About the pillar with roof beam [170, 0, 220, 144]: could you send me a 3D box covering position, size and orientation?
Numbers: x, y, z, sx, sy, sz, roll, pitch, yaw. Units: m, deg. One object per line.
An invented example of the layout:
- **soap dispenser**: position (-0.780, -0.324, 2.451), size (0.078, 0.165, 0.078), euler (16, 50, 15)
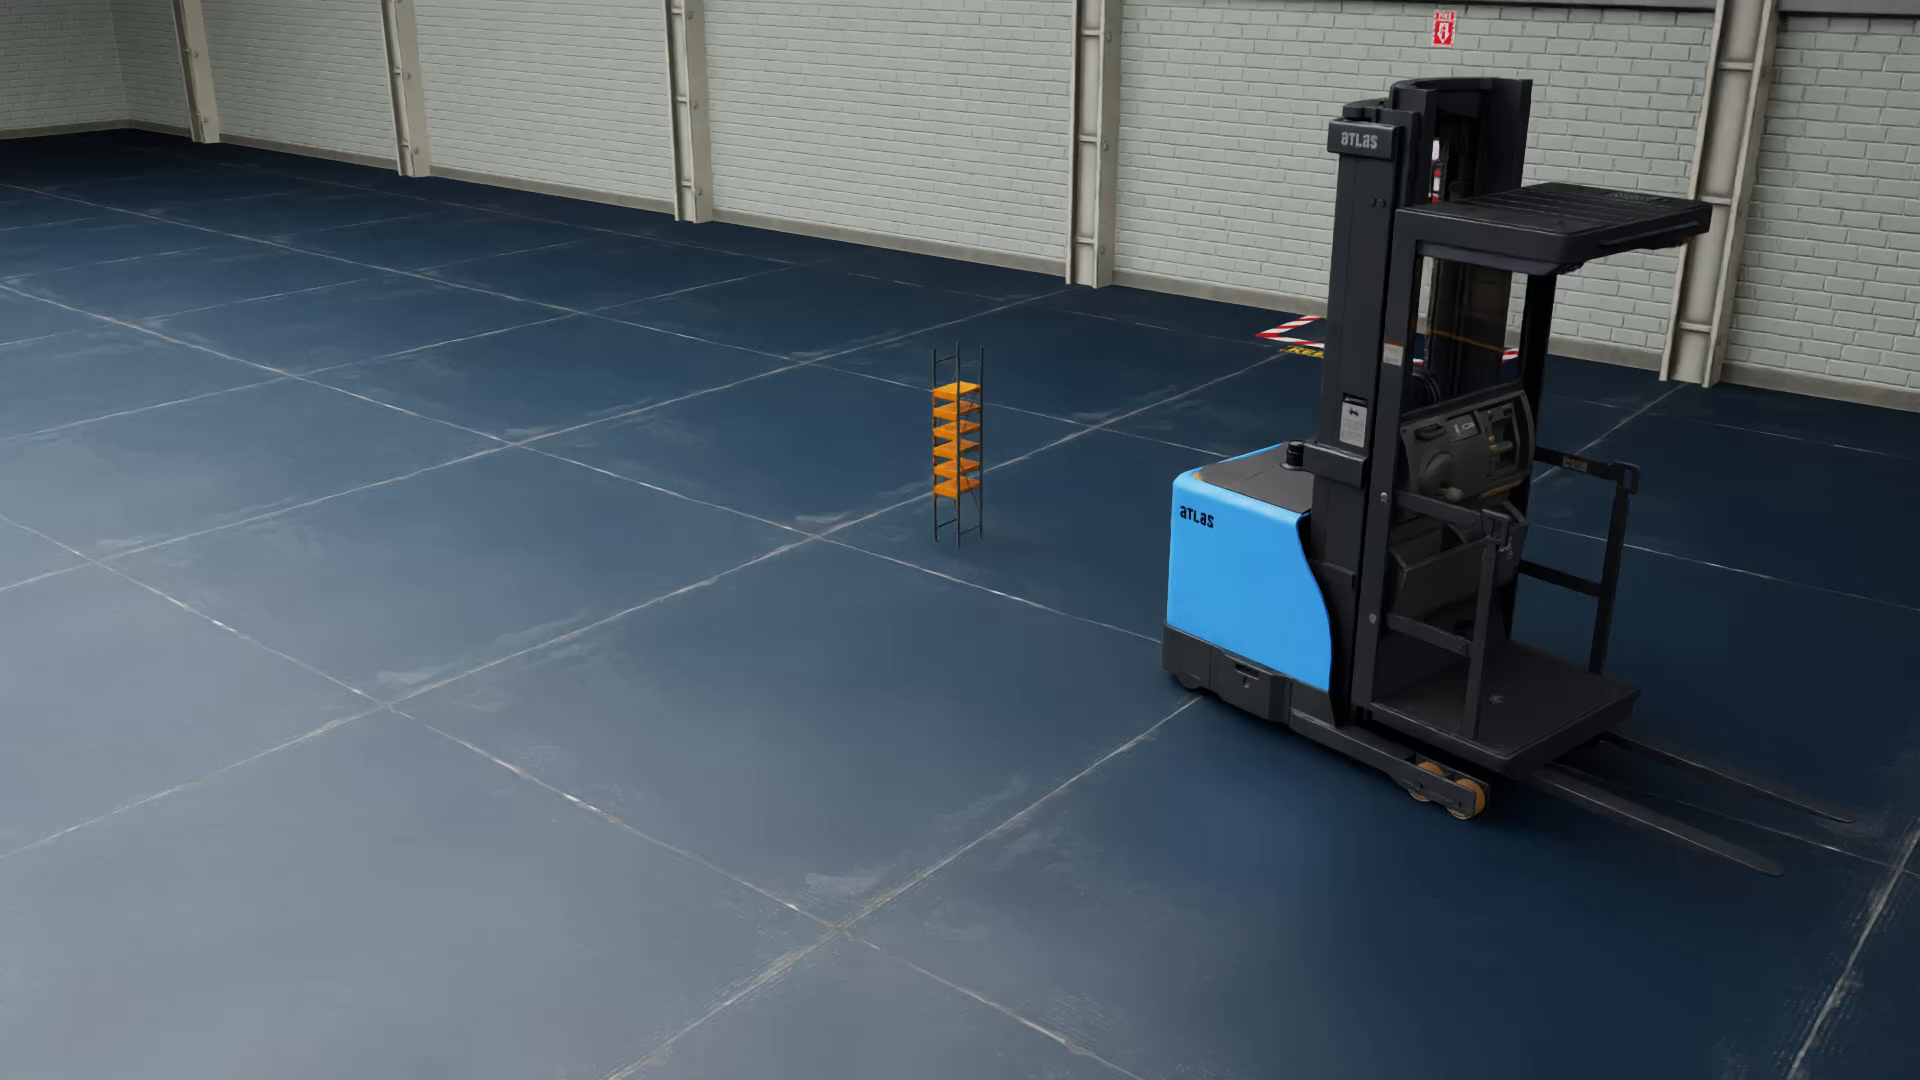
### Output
- **pillar with roof beam**: position (-15.327, -9.701, 23.141), size (0.400, 9.000, 9.100), euler (16, 26, 36)

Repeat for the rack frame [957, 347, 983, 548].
- **rack frame**: position (0.060, -0.544, 9.911), size (0.006, 1.200, 0.240), euler (16, 26, 36)

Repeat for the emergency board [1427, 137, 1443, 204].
- **emergency board**: position (4.098, -3.278, 14.611), size (0.643, 1.169, 0.194), euler (16, 26, 36)

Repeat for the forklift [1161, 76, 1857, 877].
- **forklift**: position (2.338, -0.391, 7.052), size (1.130, 2.935, 3.031), euler (-17, 26, -37)

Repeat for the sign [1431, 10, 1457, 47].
- **sign**: position (4.155, -4.392, 14.279), size (0.199, 0.298, 0.001), euler (16, 26, 36)

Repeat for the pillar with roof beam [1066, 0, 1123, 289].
- **pillar with roof beam**: position (-1.382, -5.685, 12.492), size (0.400, 9.000, 9.100), euler (16, 26, 36)

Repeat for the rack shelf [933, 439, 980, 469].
- **rack shelf**: position (-0.011, -0.523, 9.981), size (0.180, 0.103, 0.258), euler (16, 26, 36)

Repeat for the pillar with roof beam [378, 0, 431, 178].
- **pillar with roof beam**: position (-10.678, -8.363, 19.591), size (0.400, 9.000, 9.100), euler (16, 26, 36)

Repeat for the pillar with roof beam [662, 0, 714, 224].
- **pillar with roof beam**: position (-6.030, -7.024, 16.041), size (0.400, 9.000, 9.100), euler (16, 26, 36)

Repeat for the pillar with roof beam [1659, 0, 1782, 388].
- **pillar with roof beam**: position (3.267, -4.347, 8.942), size (0.400, 9.000, 9.100), euler (16, 26, 36)

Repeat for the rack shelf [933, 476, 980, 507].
- **rack shelf**: position (-0.011, -0.298, 10.065), size (0.180, 0.103, 0.258), euler (16, 26, 36)

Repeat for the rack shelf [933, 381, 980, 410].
- **rack shelf**: position (-0.011, -0.860, 9.854), size (0.180, 0.103, 0.258), euler (16, 26, 36)

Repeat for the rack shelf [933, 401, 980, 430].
- **rack shelf**: position (-0.011, -0.748, 9.896), size (0.180, 0.103, 0.258), euler (16, 26, 36)

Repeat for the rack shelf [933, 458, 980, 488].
- **rack shelf**: position (-0.011, -0.411, 10.023), size (0.180, 0.103, 0.258), euler (16, 26, 36)

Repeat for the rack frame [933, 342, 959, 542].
- **rack frame**: position (-0.082, -0.585, 10.019), size (0.006, 1.200, 0.240), euler (16, 26, 36)

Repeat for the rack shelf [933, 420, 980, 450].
- **rack shelf**: position (-0.011, -0.635, 9.938), size (0.180, 0.103, 0.258), euler (16, 26, 36)

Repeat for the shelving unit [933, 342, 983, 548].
- **shelving unit**: position (-0.011, -0.565, 9.965), size (0.189, 1.200, 0.258), euler (16, 26, 36)
